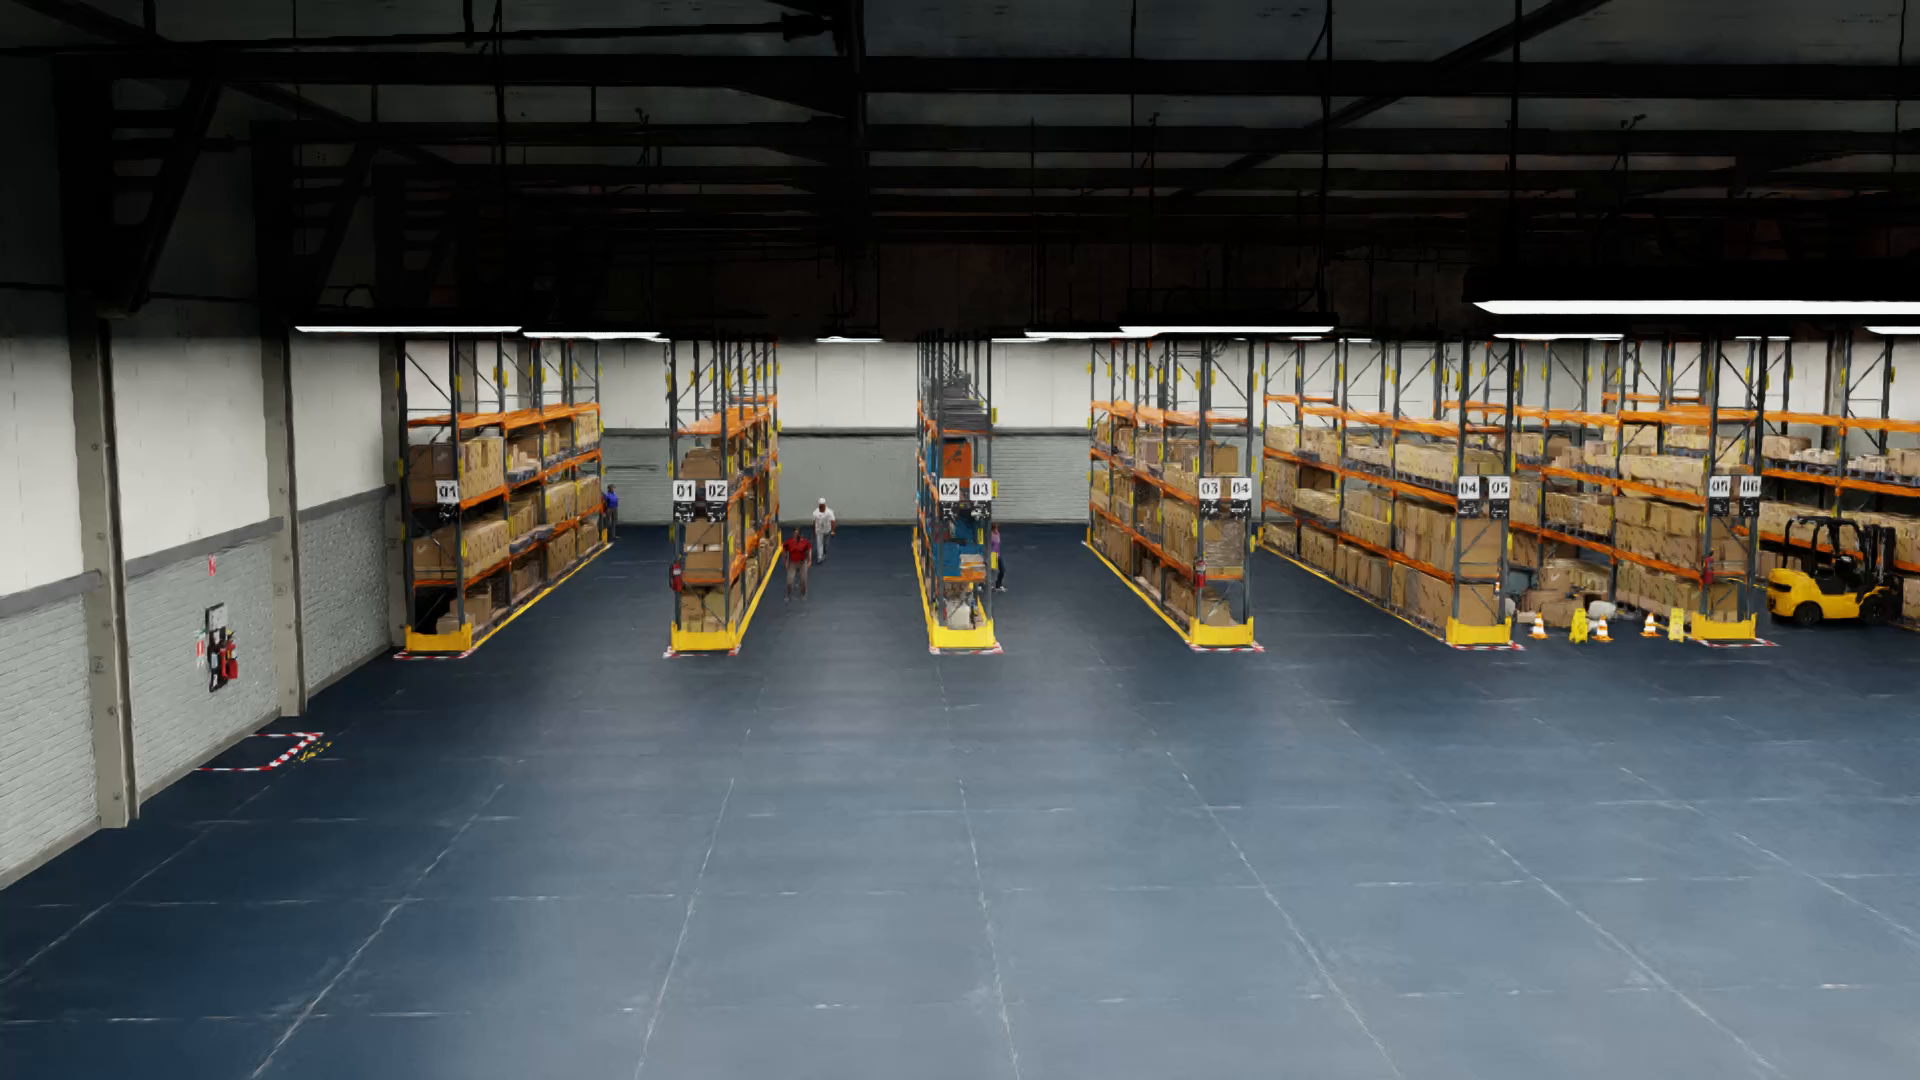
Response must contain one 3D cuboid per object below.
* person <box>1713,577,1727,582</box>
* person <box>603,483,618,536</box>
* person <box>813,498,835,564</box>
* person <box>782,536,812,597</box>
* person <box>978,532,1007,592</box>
[{"bbox_3d":[16.468,0.564,36.037,0.444,1.682,0.633,4,8,29],"label":"person"},{"bbox_3d":[-10.310,-0.880,48.821,0.449,1.581,0.498,5,8,35],"label":"person"},{"bbox_3d":[-3.570,-0.263,43.605,0.574,1.716,1.031,0,7,-4],"label":"person"},{"bbox_3d":[-3.631,0.580,37.067,0.654,1.418,0.472,-1,7,-5],"label":"person"},{"bbox_3d":[0.683,0.465,36.585,0.468,1.331,0.640,-6,9,-41],"label":"person"}]
